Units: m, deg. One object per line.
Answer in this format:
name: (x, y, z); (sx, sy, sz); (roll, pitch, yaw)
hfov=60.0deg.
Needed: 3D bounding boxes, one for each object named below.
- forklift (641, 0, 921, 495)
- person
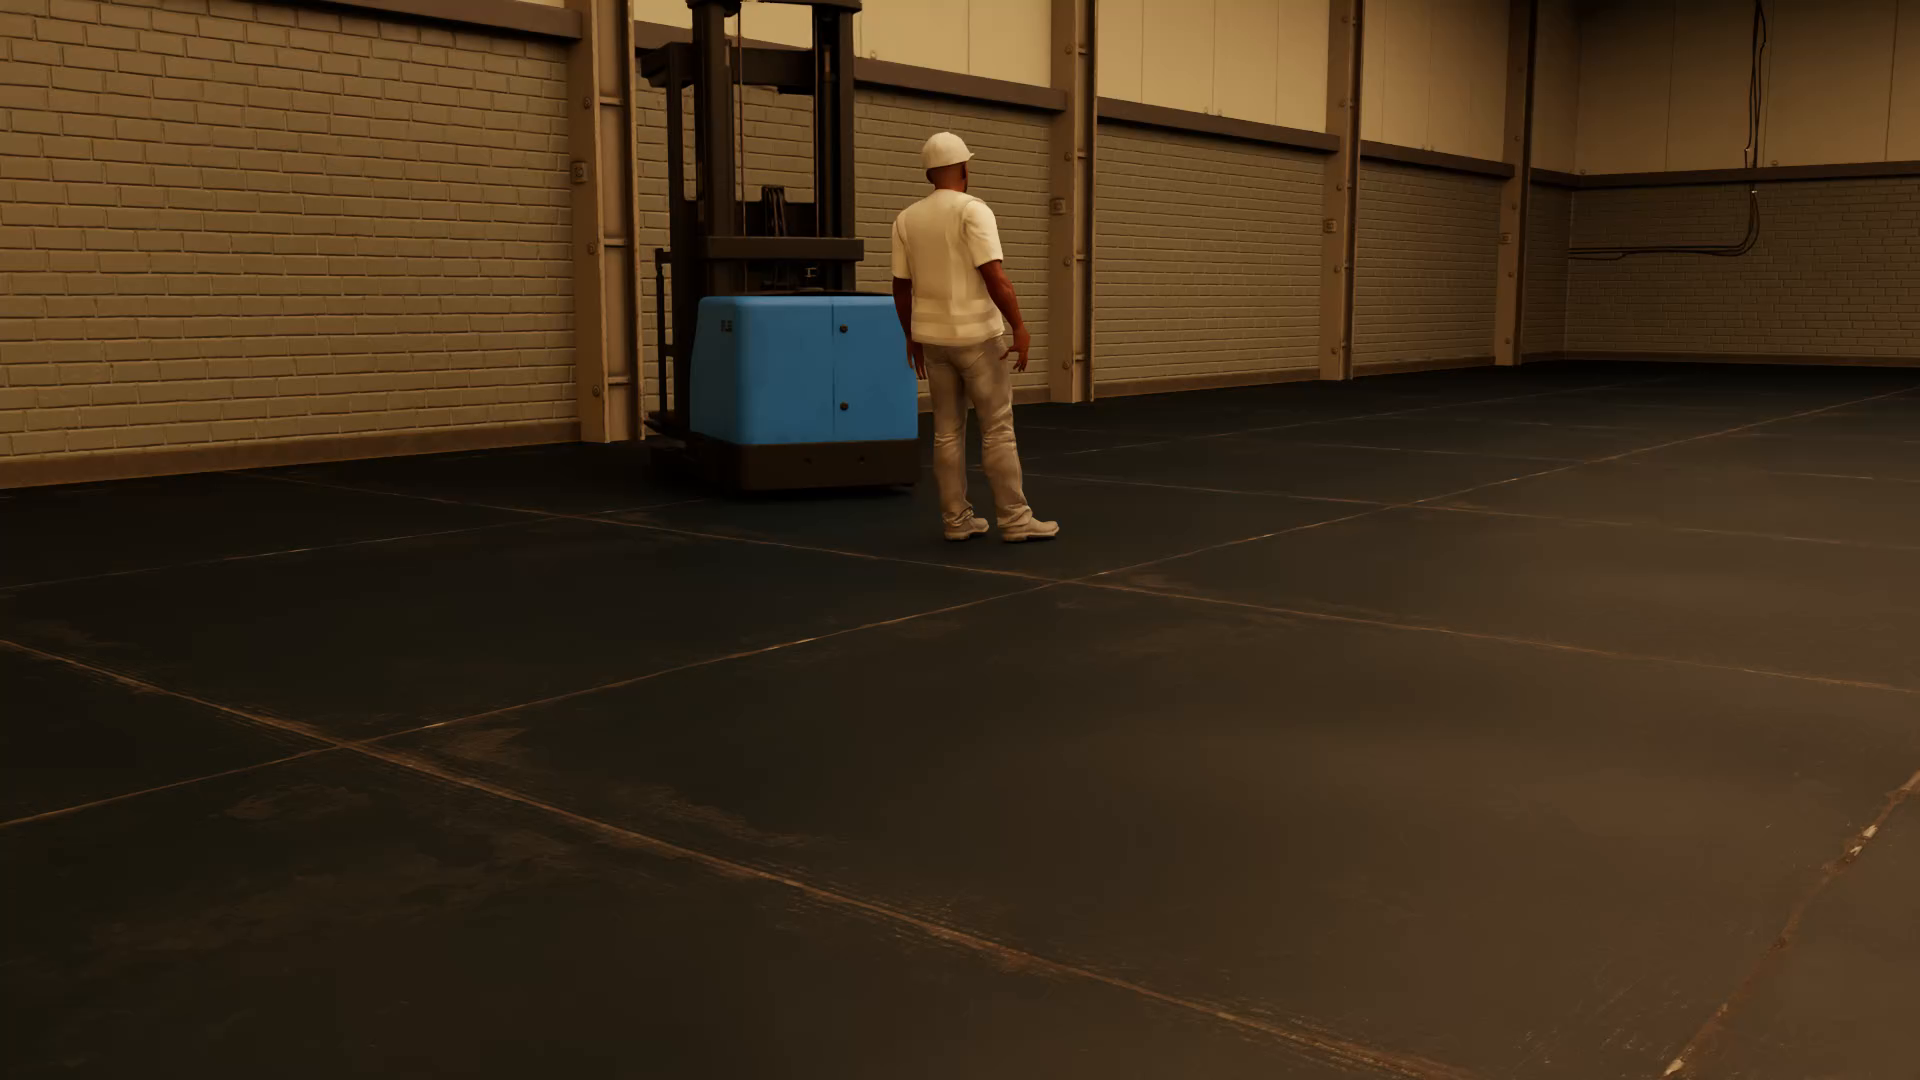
forklift: (-1.261, -1.861, 10.001); (1.130, 2.935, 3.031); (-4, 9, -23)
person: (0.049, -0.888, 7.326); (0.665, 1.766, 0.576); (7, 11, 38)
